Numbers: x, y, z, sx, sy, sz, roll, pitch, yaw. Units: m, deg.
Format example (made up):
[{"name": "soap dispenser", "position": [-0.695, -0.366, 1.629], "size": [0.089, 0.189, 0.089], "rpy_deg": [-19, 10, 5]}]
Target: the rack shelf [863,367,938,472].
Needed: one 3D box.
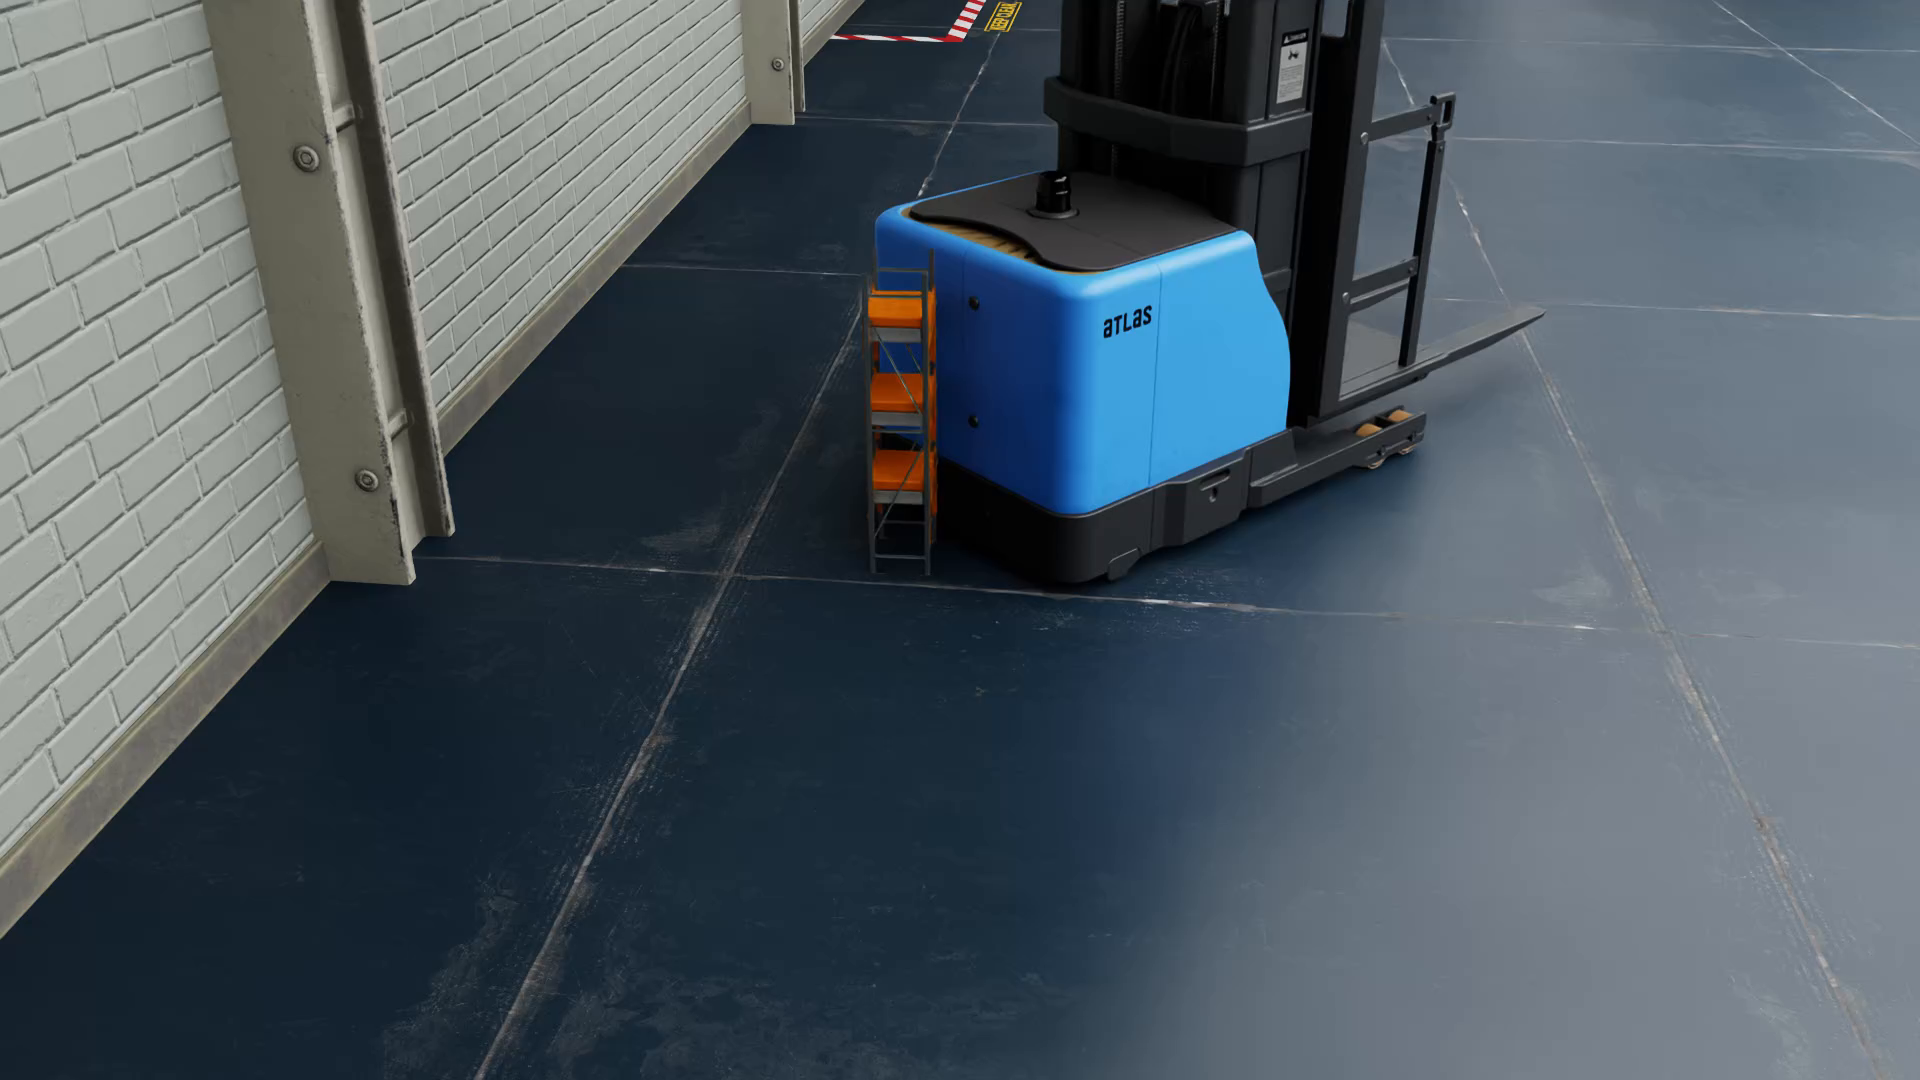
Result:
[{"name": "rack shelf", "position": [-0.189, -0.392, 5.393], "size": [0.215, 0.259, 0.240], "rpy_deg": [2, 28, 4]}]

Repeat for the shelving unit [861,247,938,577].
[{"name": "shelving unit", "position": [-0.189, -0.401, 5.388], "size": [0.215, 1.050, 0.252], "rpy_deg": [2, 28, 4]}]

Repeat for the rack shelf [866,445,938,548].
[{"name": "rack shelf", "position": [-0.189, -0.147, 5.525], "size": [0.215, 0.259, 0.240], "rpy_deg": [2, 28, 4]}]

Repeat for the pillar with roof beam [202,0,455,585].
[{"name": "pillar with roof beam", "position": [2.332, -3.665, 3.065], "size": [9.100, 9.000, 0.400], "rpy_deg": [3, 28, 6]}]

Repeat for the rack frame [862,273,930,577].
[{"name": "rack frame", "position": [-0.198, -0.344, 5.281], "size": [0.200, 1.050, 0.008], "rpy_deg": [2, 28, 4]}]

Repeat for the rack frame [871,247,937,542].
[{"name": "rack frame", "position": [-0.180, -0.459, 5.495], "size": [0.200, 1.050, 0.008], "rpy_deg": [2, 28, 4]}]

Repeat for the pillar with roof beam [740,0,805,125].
[{"name": "pillar with roof beam", "position": [3.067, -6.489, 8.307], "size": [9.100, 9.000, 0.400], "rpy_deg": [3, 28, 6]}]

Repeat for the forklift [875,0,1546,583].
[{"name": "forklift", "position": [1.145, -1.726, 5.863], "size": [3.031, 2.935, 1.130], "rpy_deg": [-22, 35, -35]}]

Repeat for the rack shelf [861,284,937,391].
[{"name": "rack shelf", "position": [-0.189, -0.642, 5.258], "size": [0.215, 0.259, 0.240], "rpy_deg": [2, 28, 4]}]
